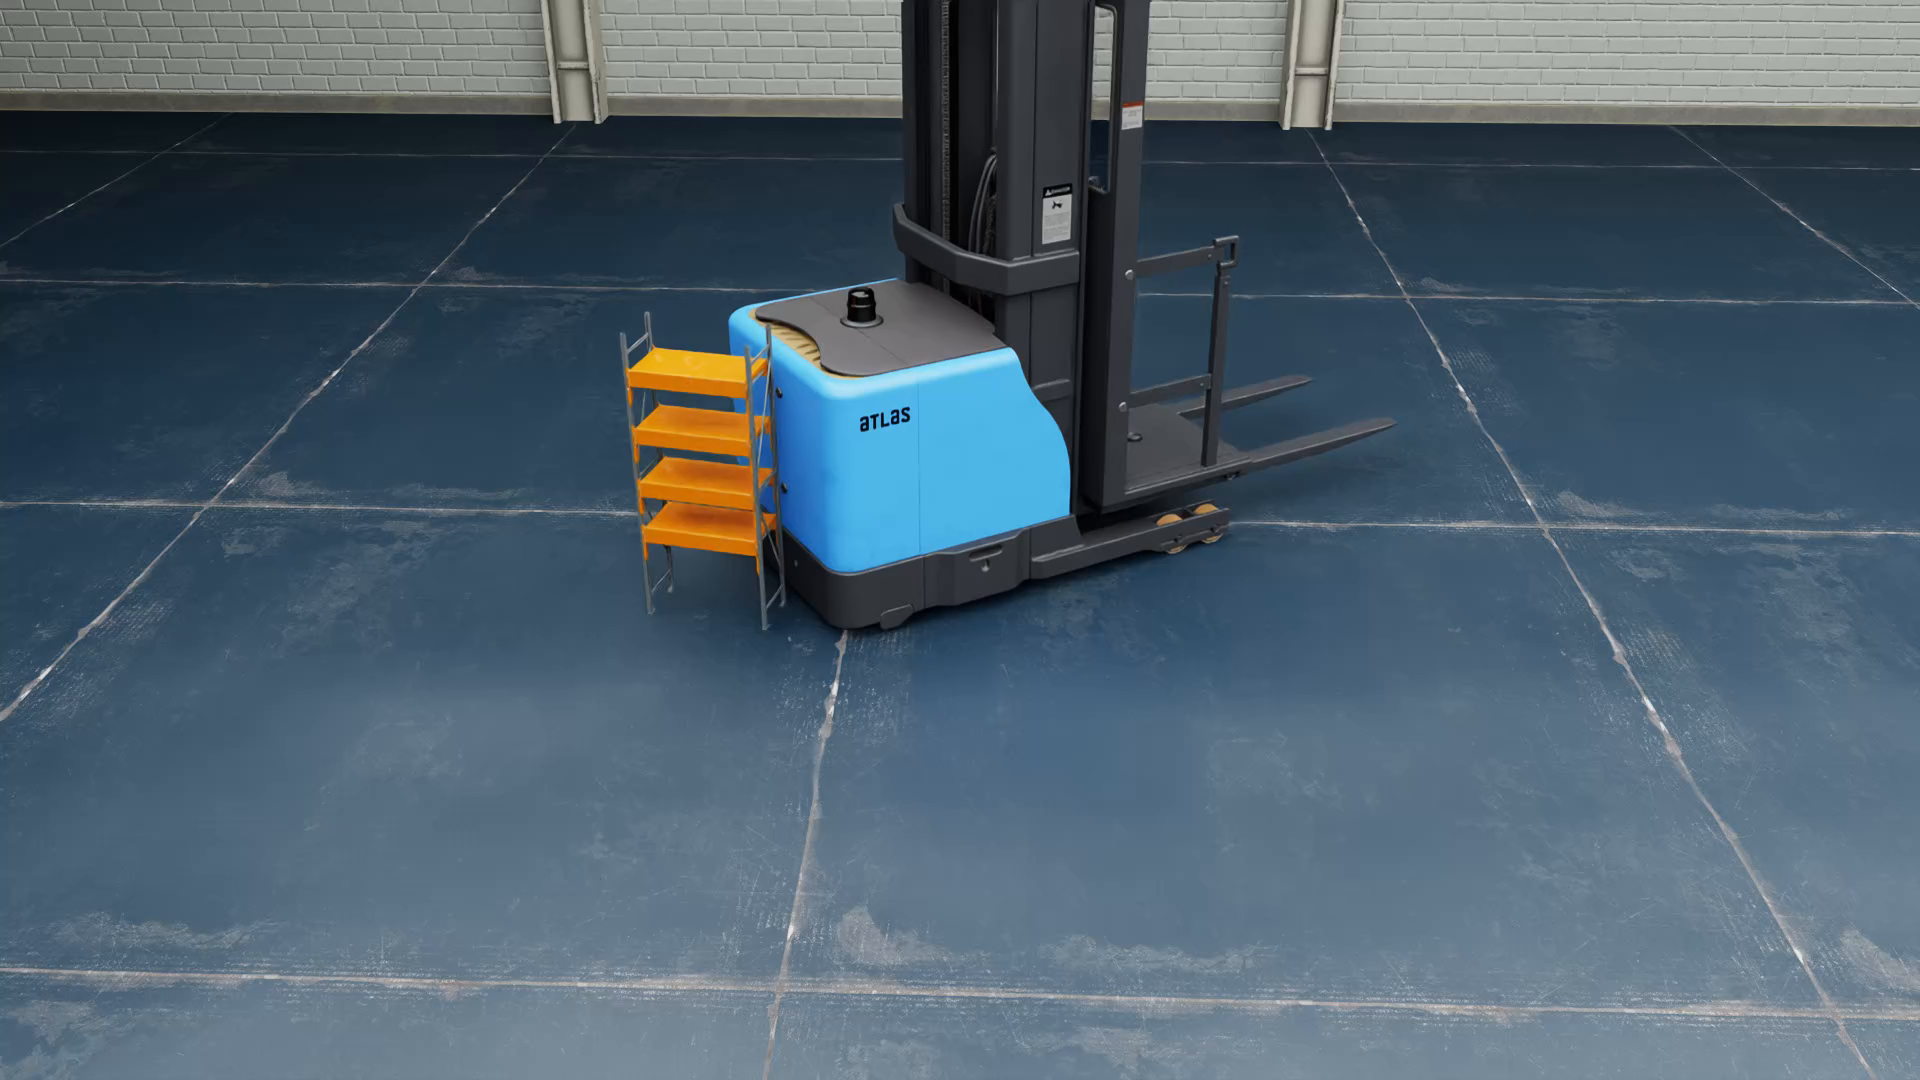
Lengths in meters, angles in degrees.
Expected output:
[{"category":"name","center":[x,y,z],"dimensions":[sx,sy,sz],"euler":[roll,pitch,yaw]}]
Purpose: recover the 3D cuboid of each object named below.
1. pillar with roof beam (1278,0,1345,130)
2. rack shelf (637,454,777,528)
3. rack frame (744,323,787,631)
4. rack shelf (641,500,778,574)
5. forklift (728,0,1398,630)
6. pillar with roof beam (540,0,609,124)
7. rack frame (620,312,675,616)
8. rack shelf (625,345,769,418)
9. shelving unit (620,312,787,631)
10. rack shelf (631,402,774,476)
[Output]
[{"category":"pillar with roof beam","center":[2.686,-5.380,7.791],"dimensions":[0.400,9.000,9.100],"euler":[1,28,2]},{"category":"rack shelf","center":[-0.980,-0.193,6.477],"dimensions":[0.480,0.148,0.258],"euler":[7,29,13]},{"category":"rack frame","center":[-0.744,-0.224,6.392],"dimensions":[0.015,1.200,0.240],"euler":[7,29,13]},{"category":"rack shelf","center":[-0.980,-0.018,6.570],"dimensions":[0.480,0.148,0.258],"euler":[7,29,13]},{"category":"forklift","center":[0.584,-1.435,6.828],"dimensions":[3.031,2.935,1.130],"euler":[-15,31,-26]},{"category":"pillar with roof beam","center":[-3.311,-5.479,7.978],"dimensions":[0.400,9.000,9.100],"euler":[1,28,2]},{"category":"rack frame","center":[-1.216,-0.281,6.500],"dimensions":[0.015,1.200,0.240],"euler":[7,29,13]},{"category":"rack shelf","center":[-0.980,-0.600,6.262],"dimensions":[0.480,0.148,0.258],"euler":[7,29,13]},{"category":"shelving unit","center":[-0.980,-0.253,6.446],"dimensions":[0.503,1.200,0.258],"euler":[7,29,13]},{"category":"rack shelf","center":[-0.980,-0.391,6.373],"dimensions":[0.480,0.148,0.258],"euler":[7,29,13]}]
